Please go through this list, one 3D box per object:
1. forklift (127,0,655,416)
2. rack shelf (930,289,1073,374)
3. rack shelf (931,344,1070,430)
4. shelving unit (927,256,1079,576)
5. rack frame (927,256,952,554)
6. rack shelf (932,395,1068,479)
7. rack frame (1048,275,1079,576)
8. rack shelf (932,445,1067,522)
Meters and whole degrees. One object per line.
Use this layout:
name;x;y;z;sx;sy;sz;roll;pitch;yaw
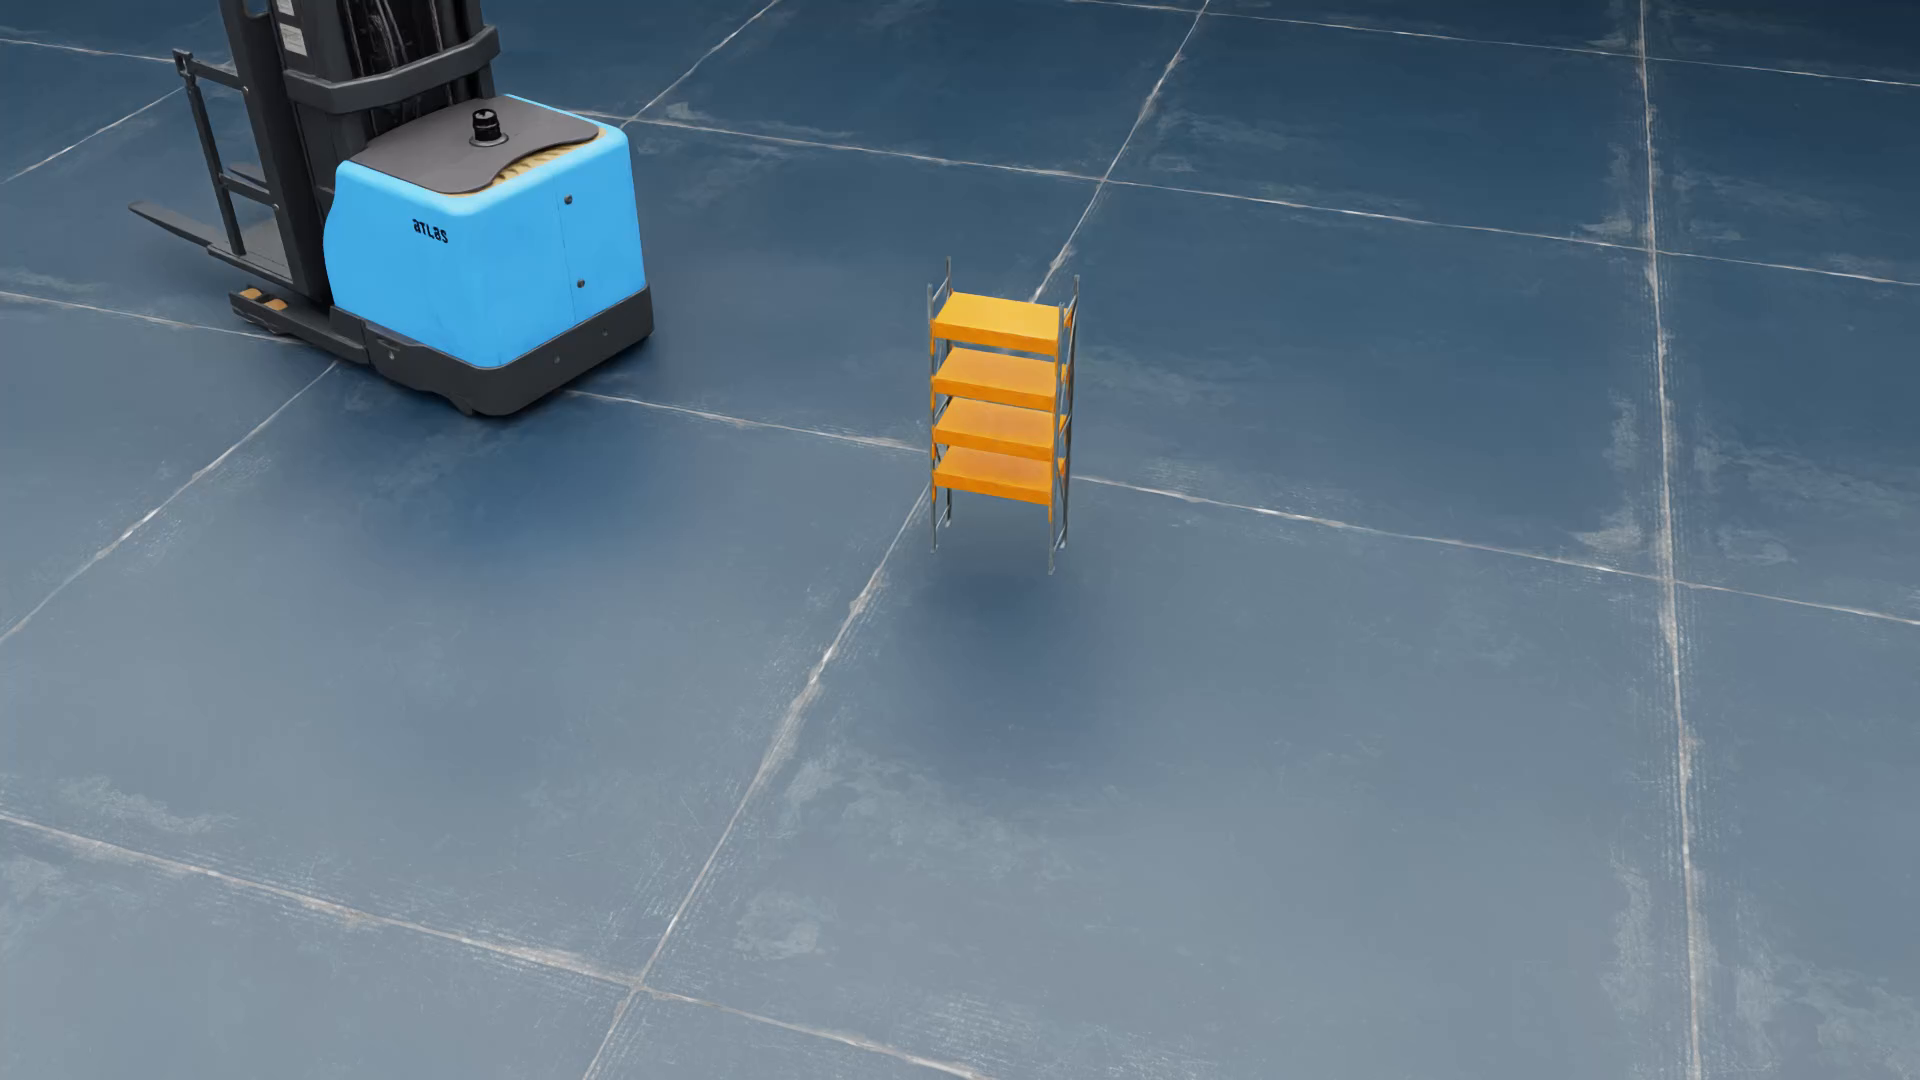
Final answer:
forklift;-2.970;-2.418;7.562;3.031;2.935;1.130;23;42;28
rack shelf;0.158;-0.770;6.122;0.480;0.148;0.258;10;38;14
rack shelf;0.158;-0.580;6.262;0.480;0.148;0.258;10;38;14
shelving unit;0.158;-0.454;6.355;0.503;1.200;0.258;10;38;14
rack frame;-0.075;-0.497;6.413;0.015;1.200;0.240;10;38;14
rack shelf;0.158;-0.400;6.394;0.480;0.148;0.258;10;38;14
rack frame;0.391;-0.411;6.296;0.015;1.200;0.240;10;38;14
rack shelf;0.158;-0.240;6.512;0.480;0.148;0.258;10;38;14
